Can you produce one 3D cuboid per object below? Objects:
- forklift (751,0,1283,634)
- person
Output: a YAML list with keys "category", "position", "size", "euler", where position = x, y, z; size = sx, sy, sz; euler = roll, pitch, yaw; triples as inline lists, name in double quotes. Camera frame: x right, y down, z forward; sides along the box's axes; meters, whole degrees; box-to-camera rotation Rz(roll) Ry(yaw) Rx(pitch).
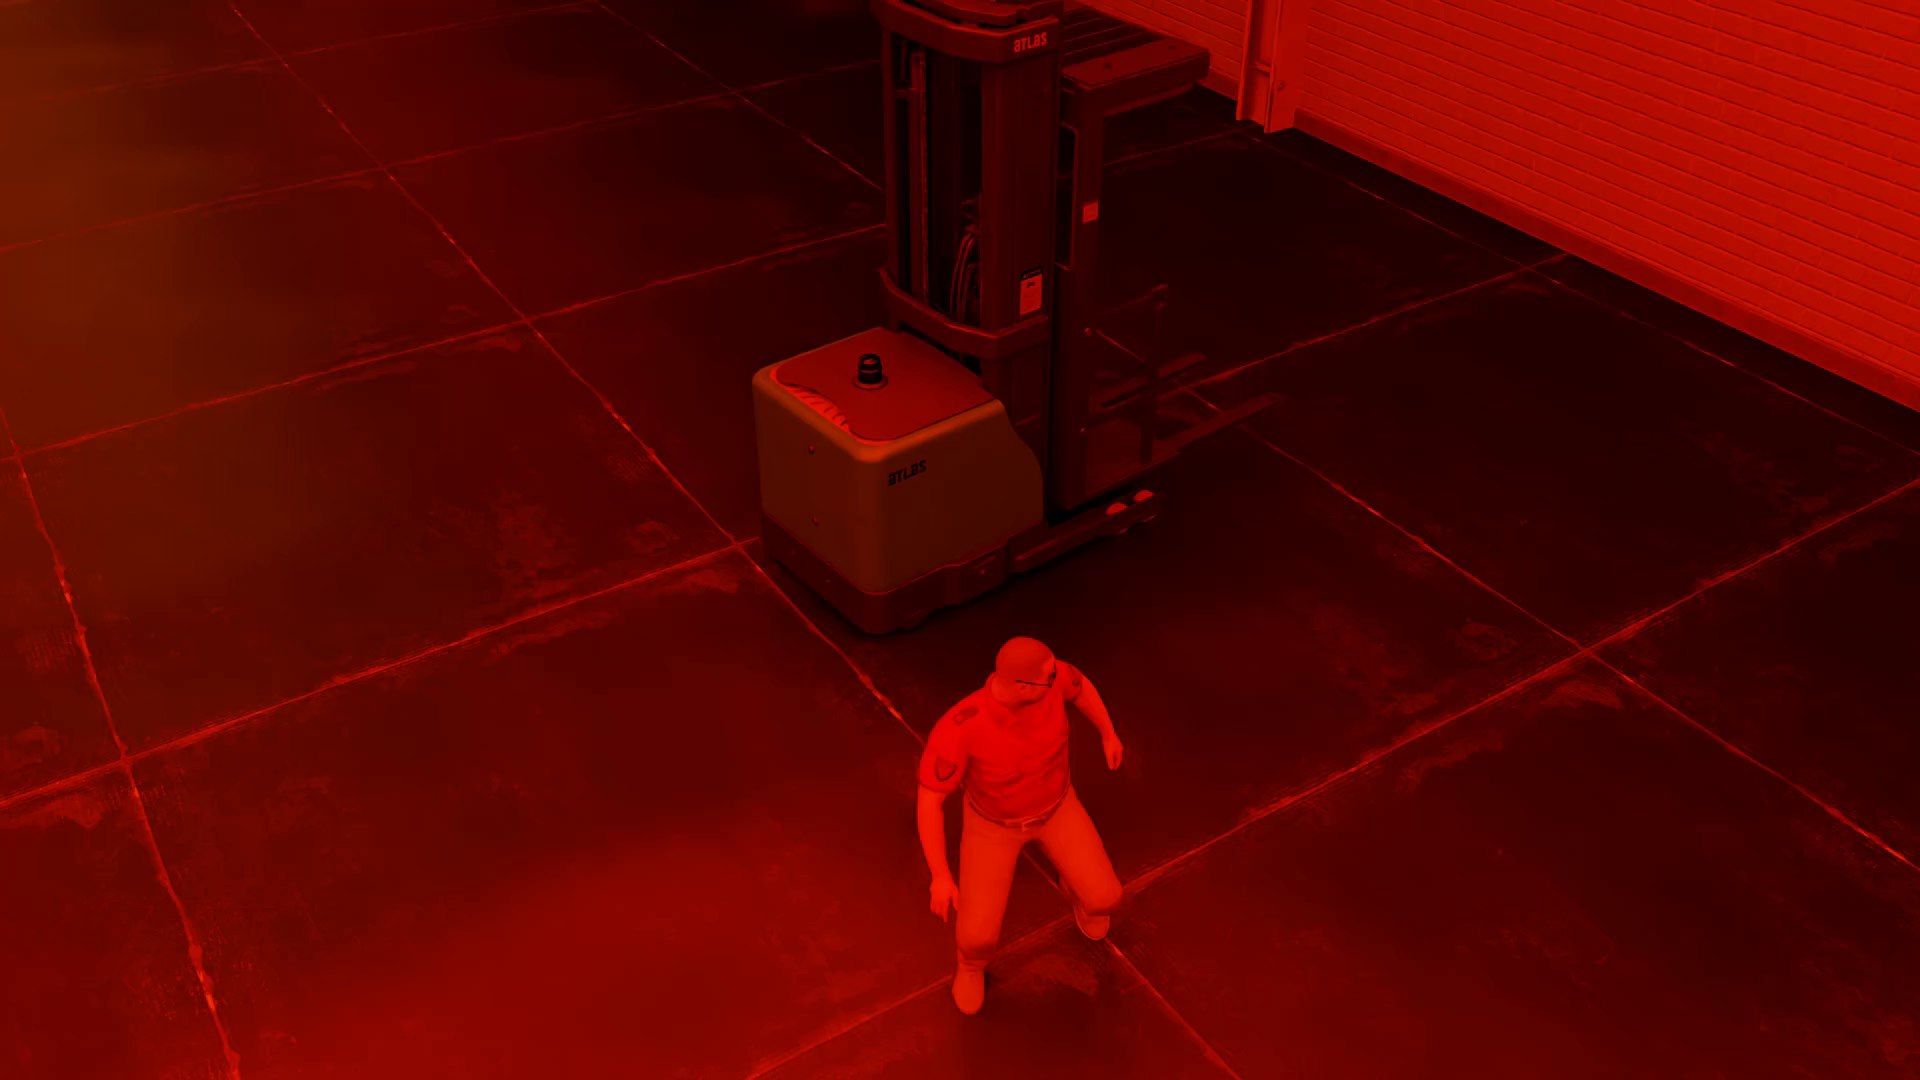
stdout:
- category: "forklift"
  position: [0.451, -1.442, 8.200]
  size: [3.031, 2.935, 1.130]
  euler: [-25, 42, -31]
- category: "person"
  position: [0.241, 0.984, 5.925]
  size: [0.880, 1.627, 0.546]
  euler: [-11, 37, -16]
